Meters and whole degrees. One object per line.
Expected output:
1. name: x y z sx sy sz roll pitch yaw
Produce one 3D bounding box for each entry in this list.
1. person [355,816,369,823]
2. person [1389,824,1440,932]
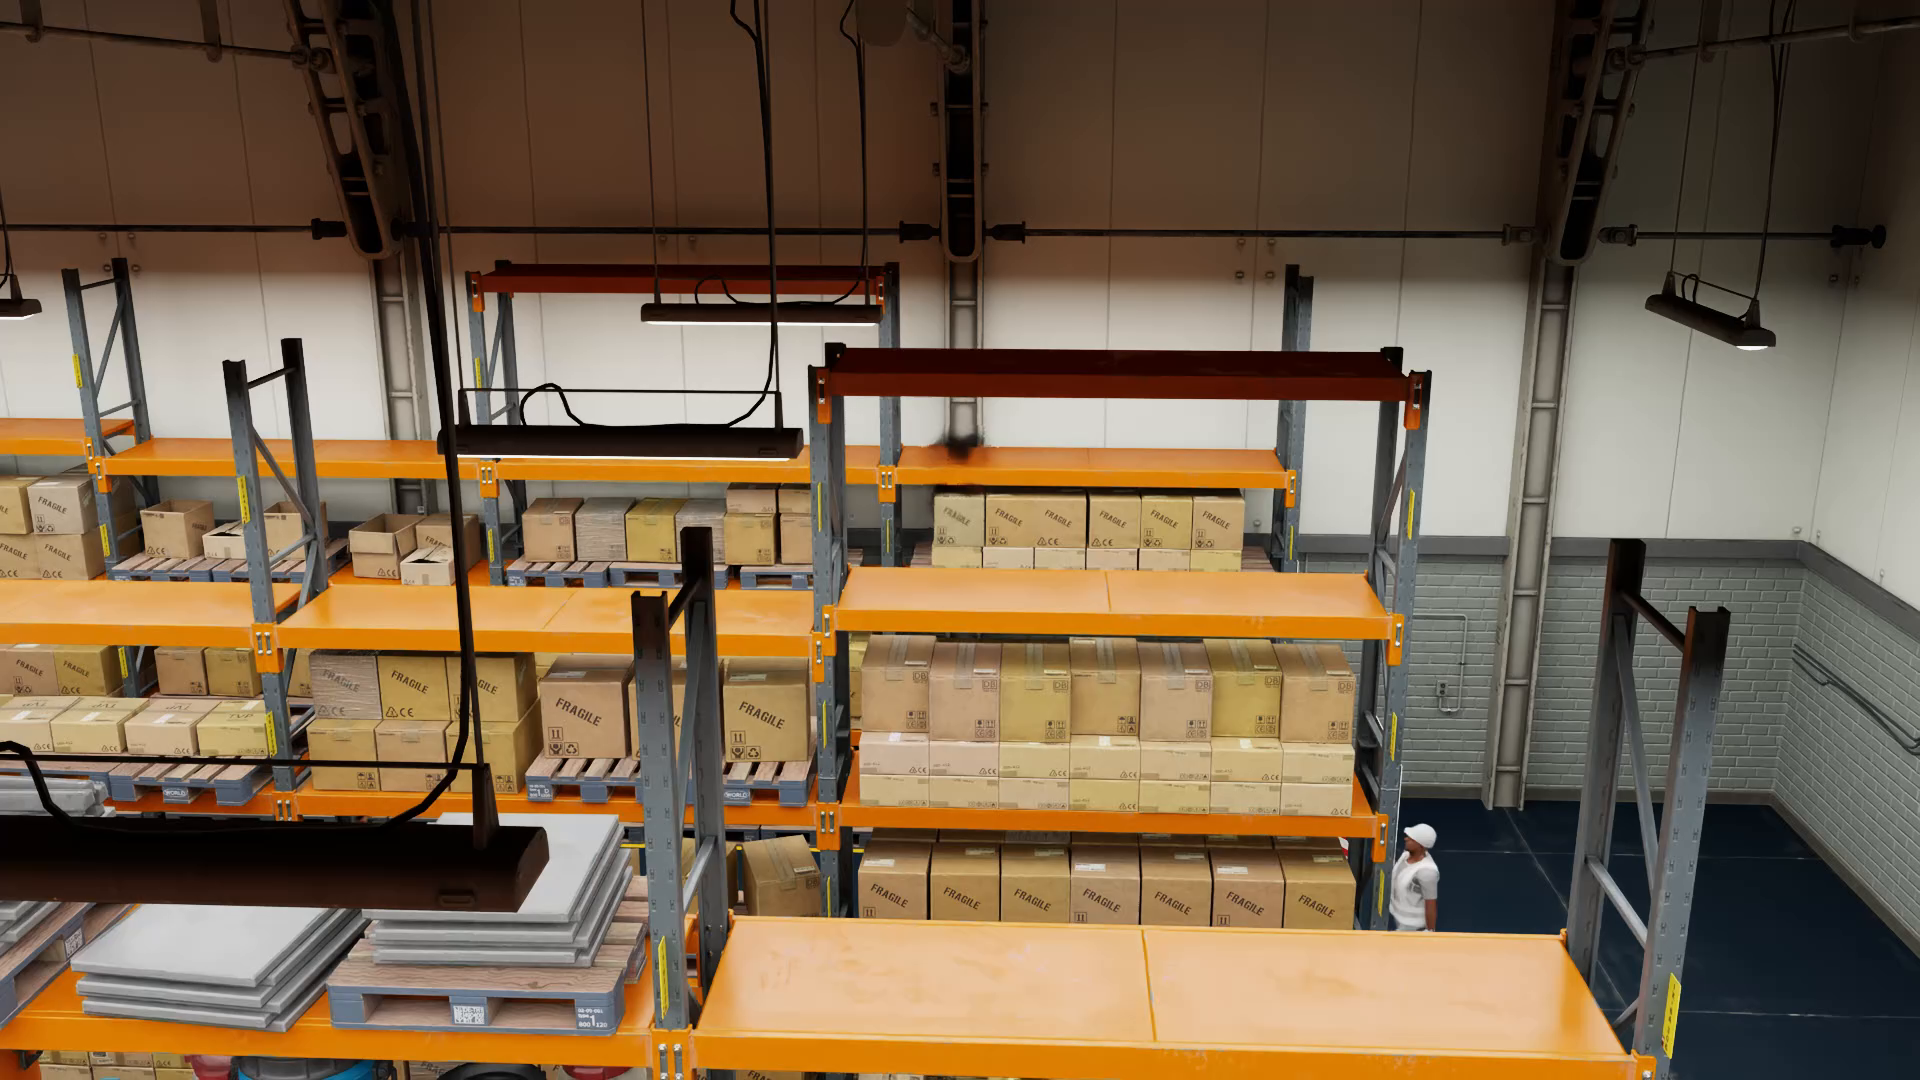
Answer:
1. person: -5.433 3.075 15.048 0.580 1.704 0.414 0 16 0
2. person: 3.764 3.235 14.271 0.929 1.736 0.654 -3 16 -12
